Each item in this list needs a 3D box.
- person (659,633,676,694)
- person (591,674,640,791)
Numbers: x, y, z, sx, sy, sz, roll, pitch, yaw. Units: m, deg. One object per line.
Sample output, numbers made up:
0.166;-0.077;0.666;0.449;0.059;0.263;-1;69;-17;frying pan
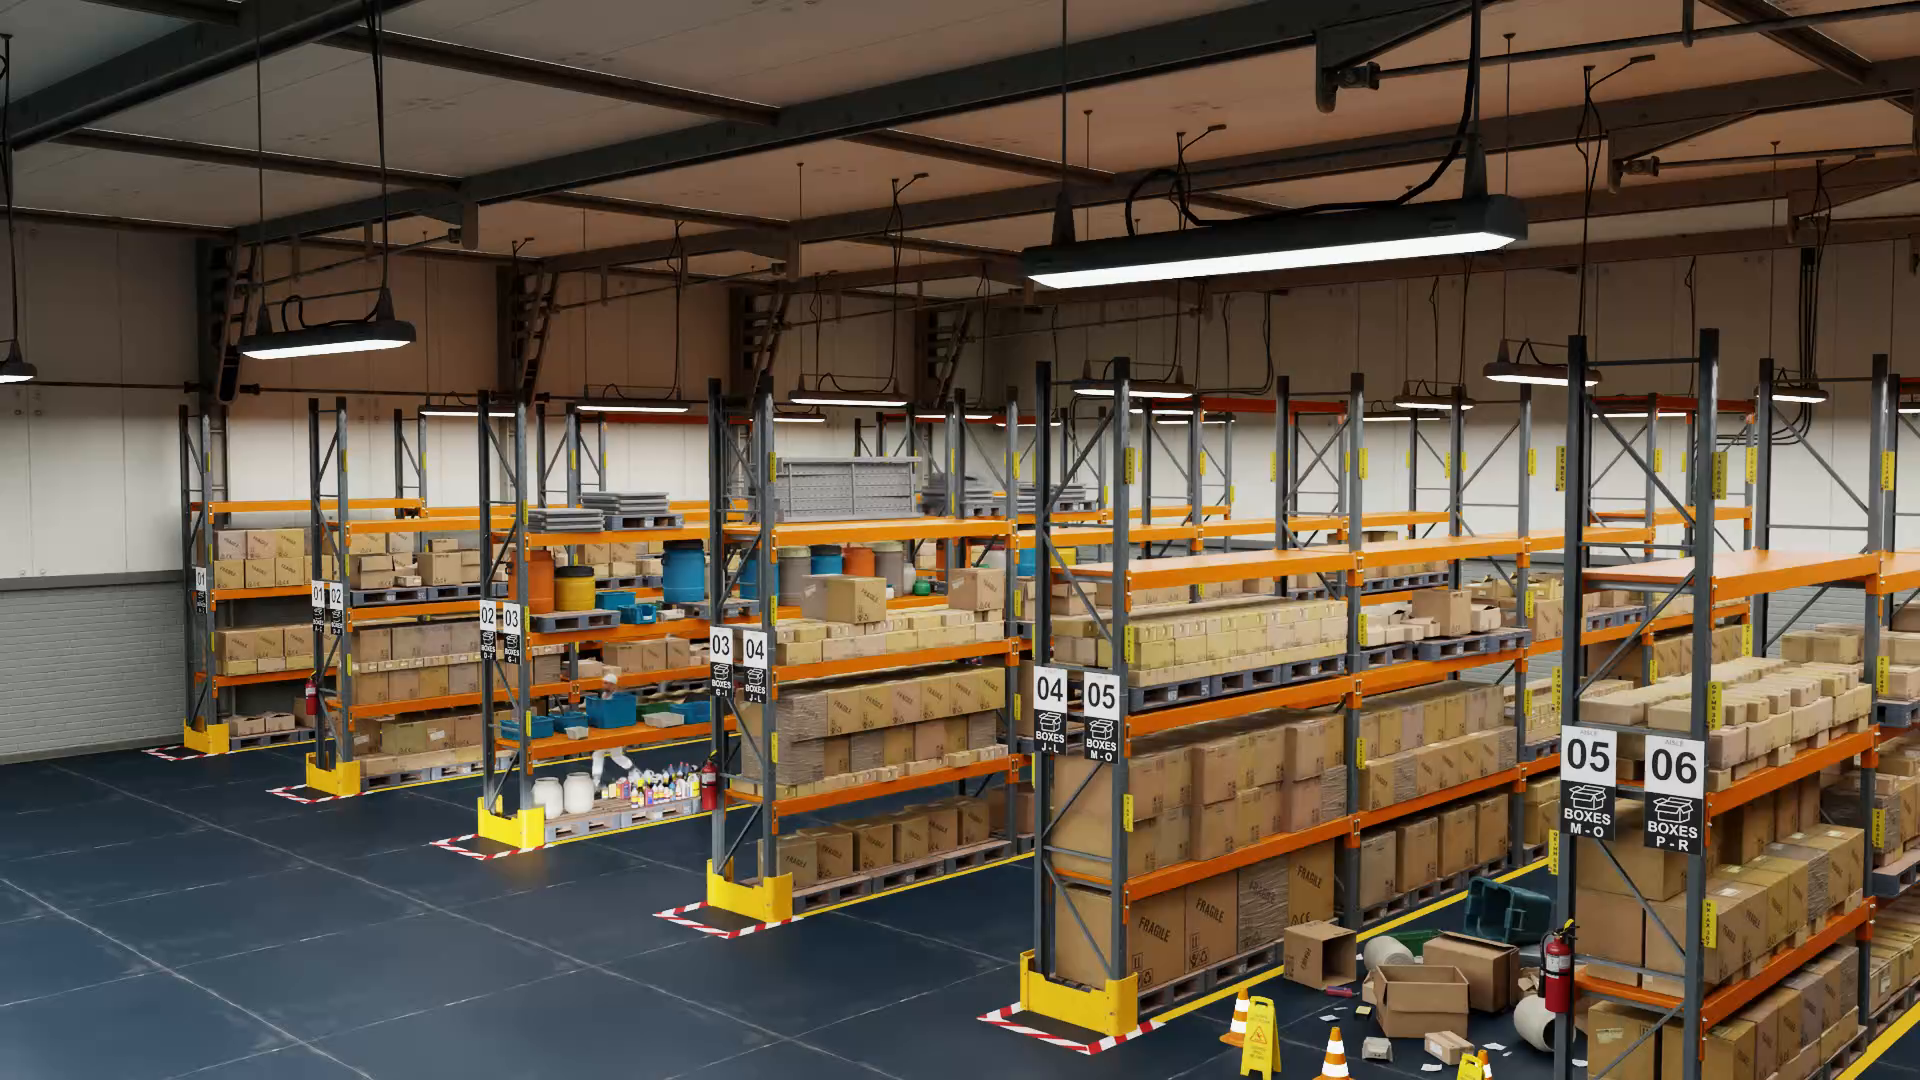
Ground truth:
-5.720;2.639;32.448;0.607;1.648;0.541;3;4;42;person
-5.290;2.925;25.200;0.651;1.807;0.979;3;4;43;person
